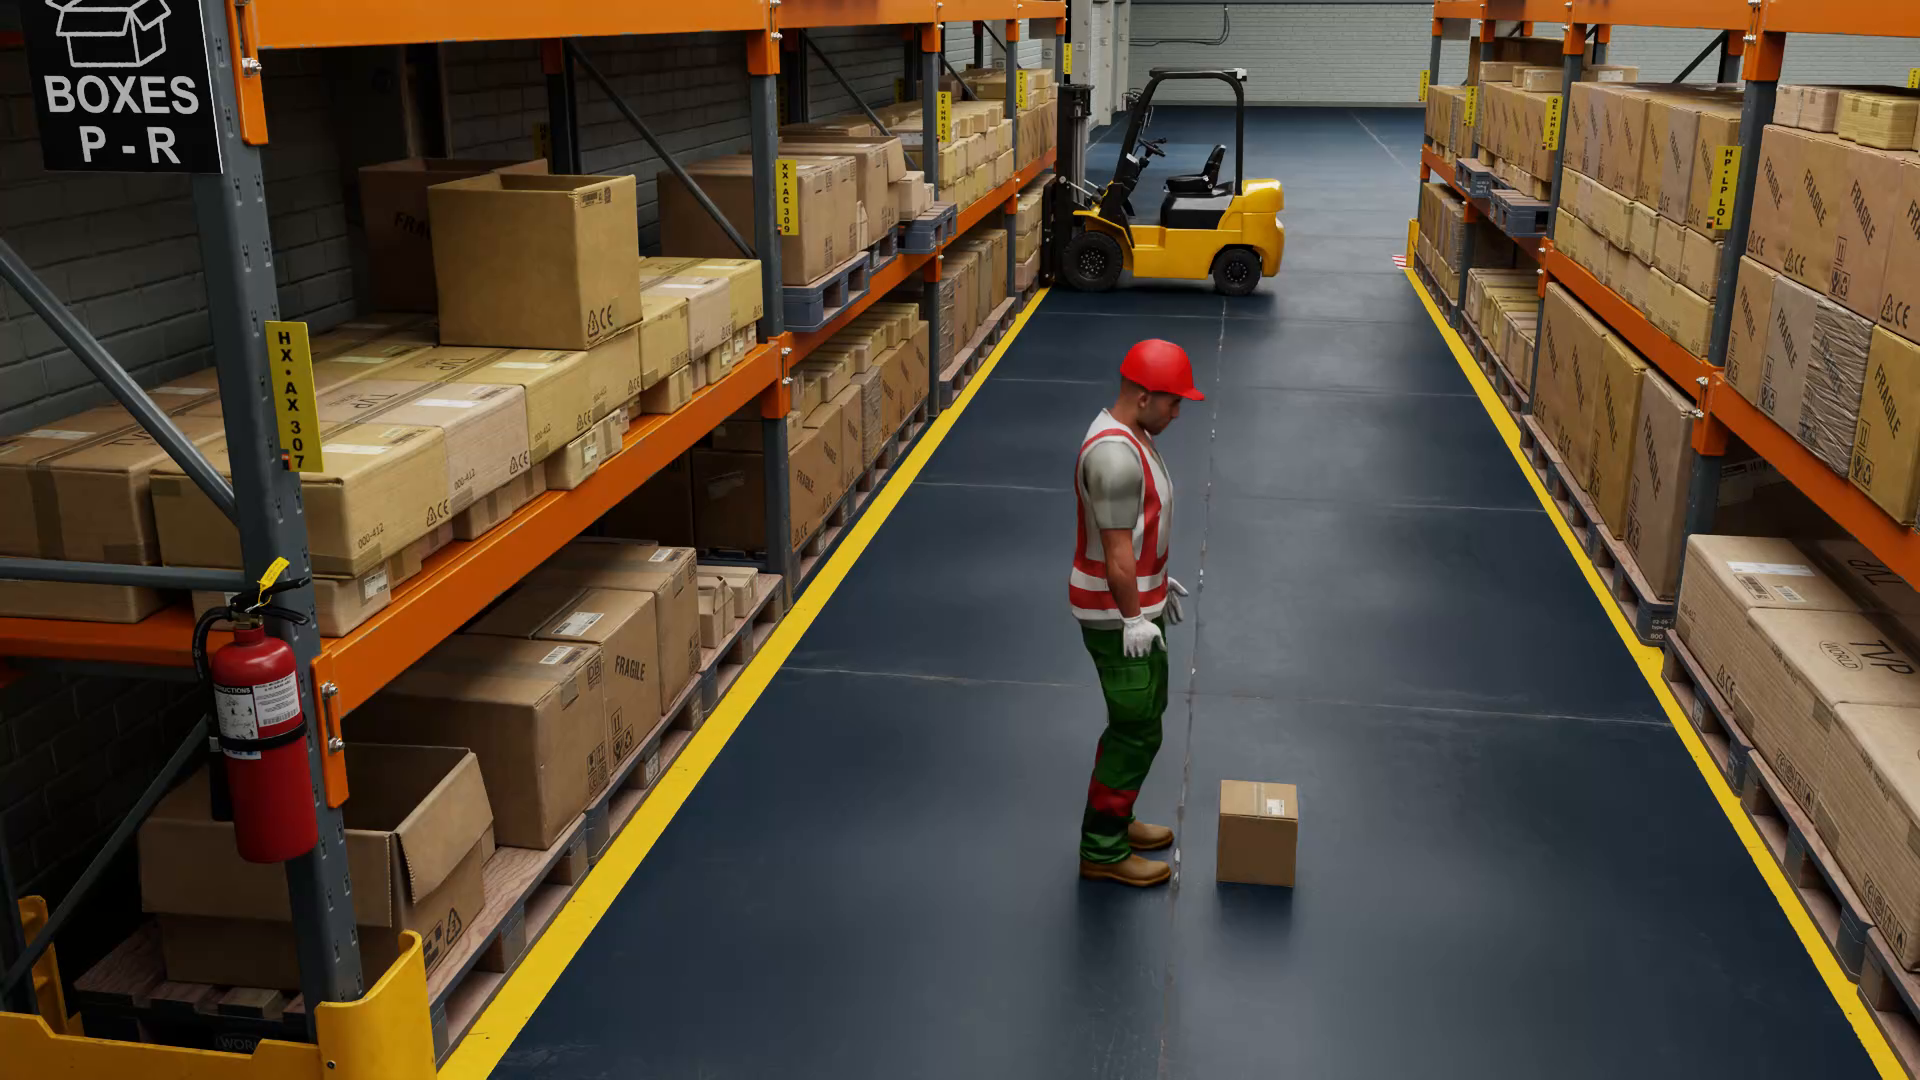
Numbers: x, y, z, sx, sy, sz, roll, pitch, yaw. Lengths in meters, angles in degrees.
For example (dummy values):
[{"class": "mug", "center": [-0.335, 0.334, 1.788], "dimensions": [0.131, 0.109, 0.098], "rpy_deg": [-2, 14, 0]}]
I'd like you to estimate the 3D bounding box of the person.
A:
[{"class": "person", "center": [0.555, 0.225, 5.351], "dimensions": [0.400, 1.763, 0.535], "rpy_deg": [3, 18, 10]}]
